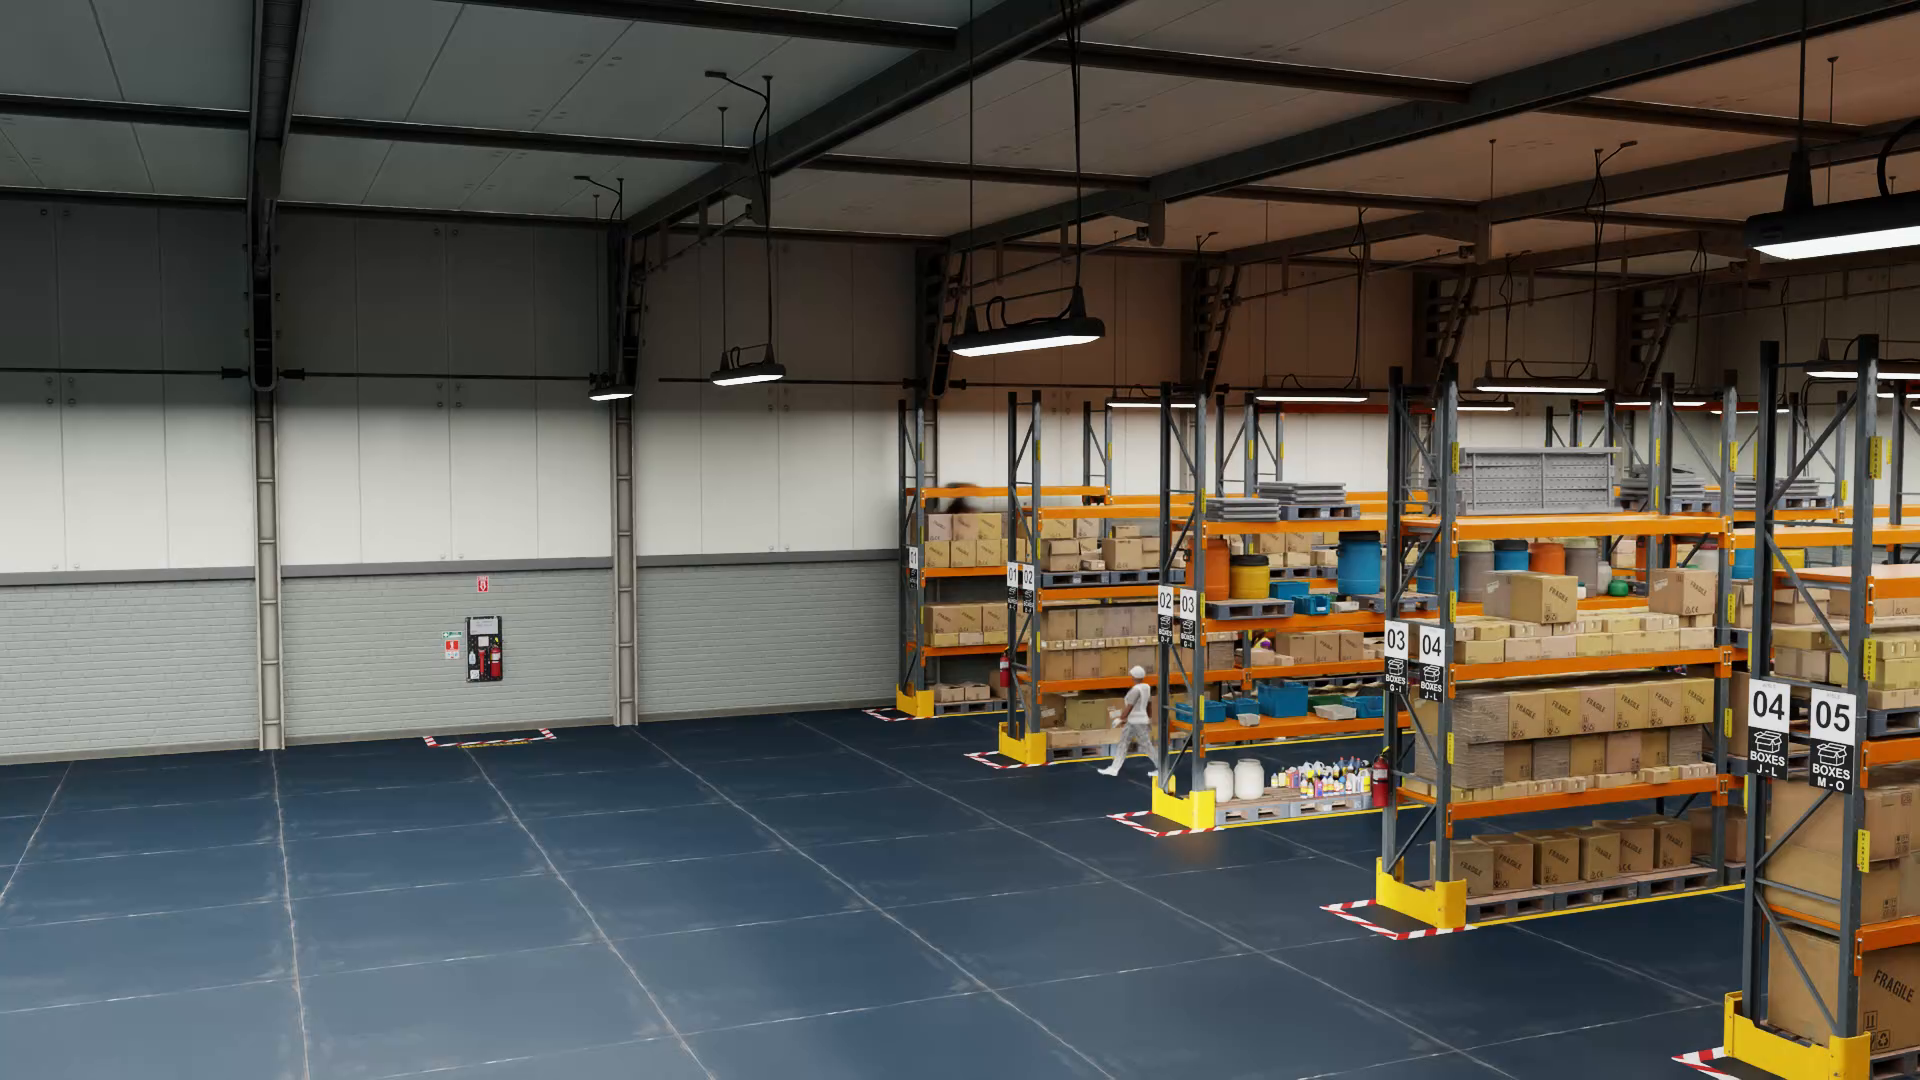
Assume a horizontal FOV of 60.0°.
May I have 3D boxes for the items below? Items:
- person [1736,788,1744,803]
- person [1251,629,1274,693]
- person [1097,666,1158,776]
[{"bbox_3d":[10.506,3.010,22.655,0.526,1.669,0.411,-1,4,-17],"label":"person"},{"bbox_3d":[5.706,2.453,31.755,1.080,1.721,0.593,-2,4,-28],"label":"person"},{"bbox_3d":[2.662,2.793,25.525,1.059,1.731,0.490,0,3,-4],"label":"person"}]
